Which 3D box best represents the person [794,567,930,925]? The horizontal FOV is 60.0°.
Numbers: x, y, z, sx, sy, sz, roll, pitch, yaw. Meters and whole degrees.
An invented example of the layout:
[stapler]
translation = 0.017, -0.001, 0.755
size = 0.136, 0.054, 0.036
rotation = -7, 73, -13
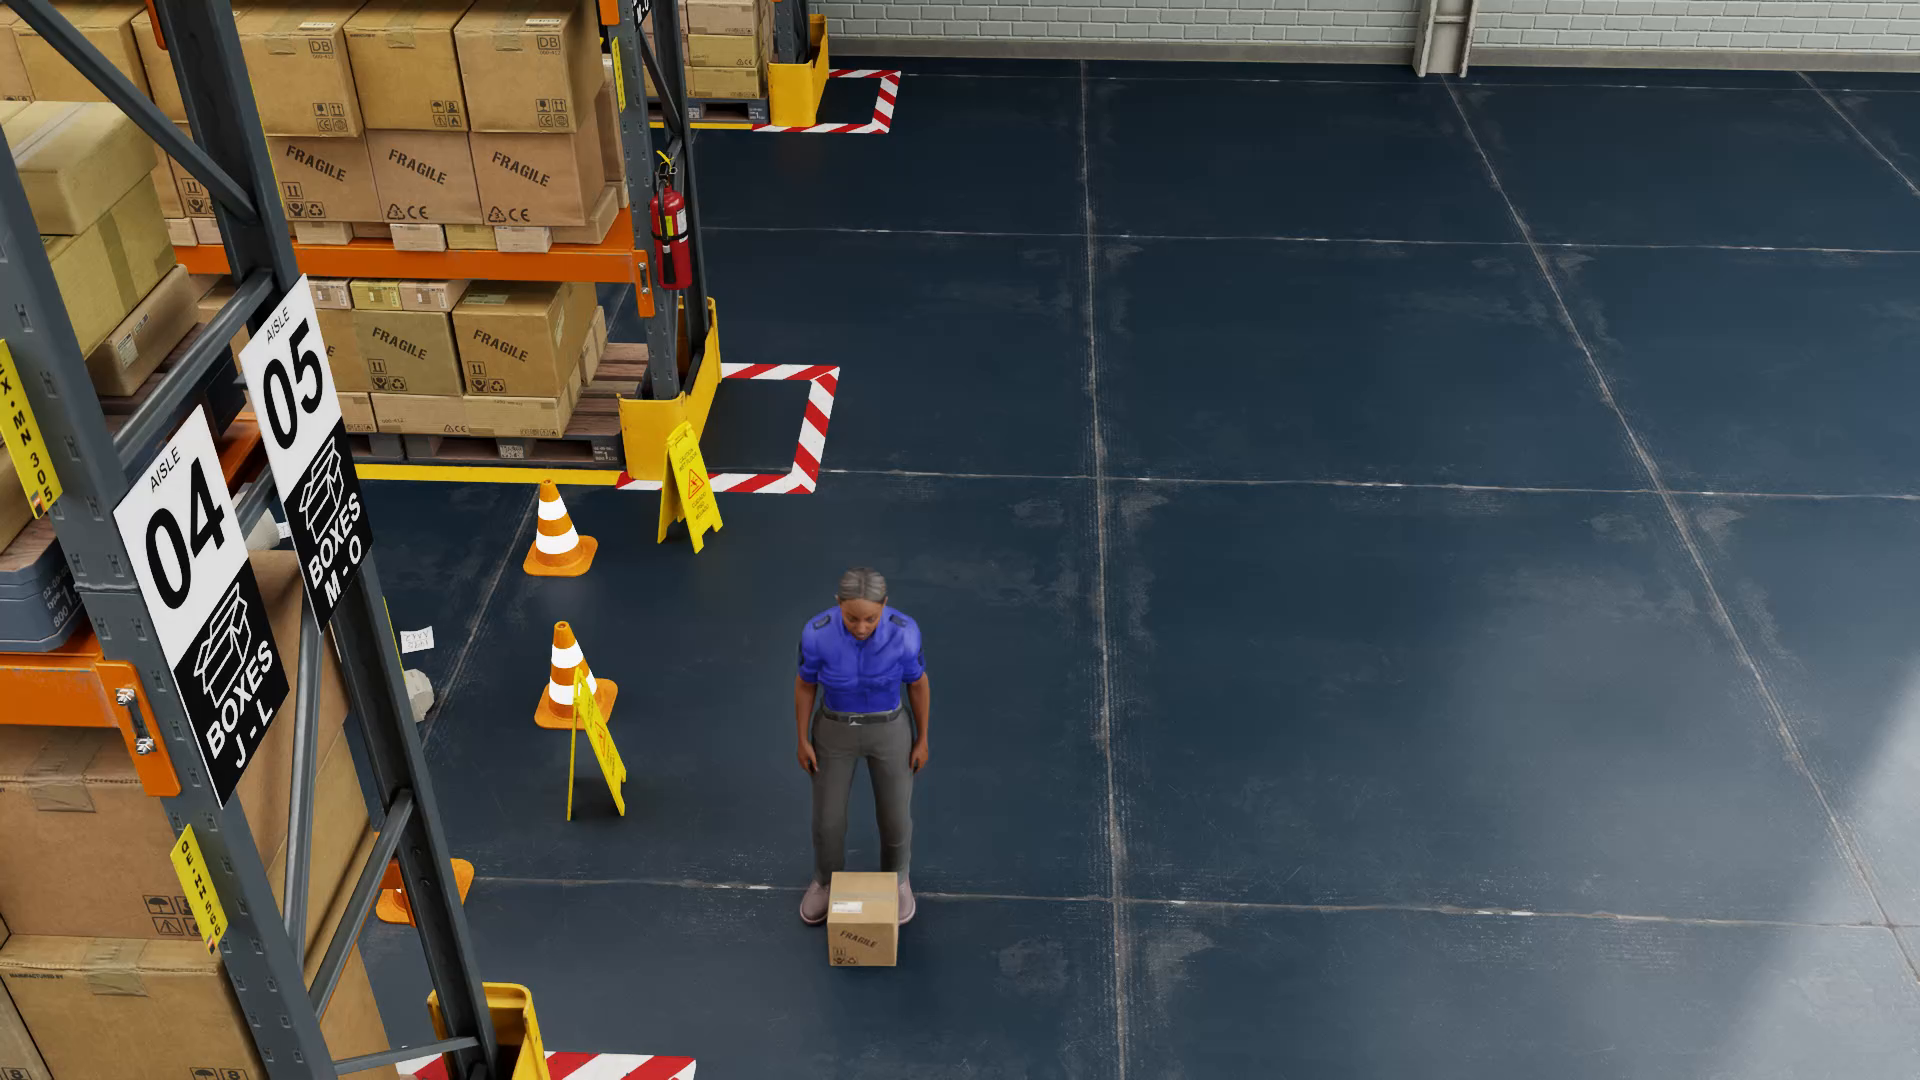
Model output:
[person]
translation = -0.367, 0.735, 6.105
size = 0.518, 1.653, 0.349
rotation = 0, 36, 0
